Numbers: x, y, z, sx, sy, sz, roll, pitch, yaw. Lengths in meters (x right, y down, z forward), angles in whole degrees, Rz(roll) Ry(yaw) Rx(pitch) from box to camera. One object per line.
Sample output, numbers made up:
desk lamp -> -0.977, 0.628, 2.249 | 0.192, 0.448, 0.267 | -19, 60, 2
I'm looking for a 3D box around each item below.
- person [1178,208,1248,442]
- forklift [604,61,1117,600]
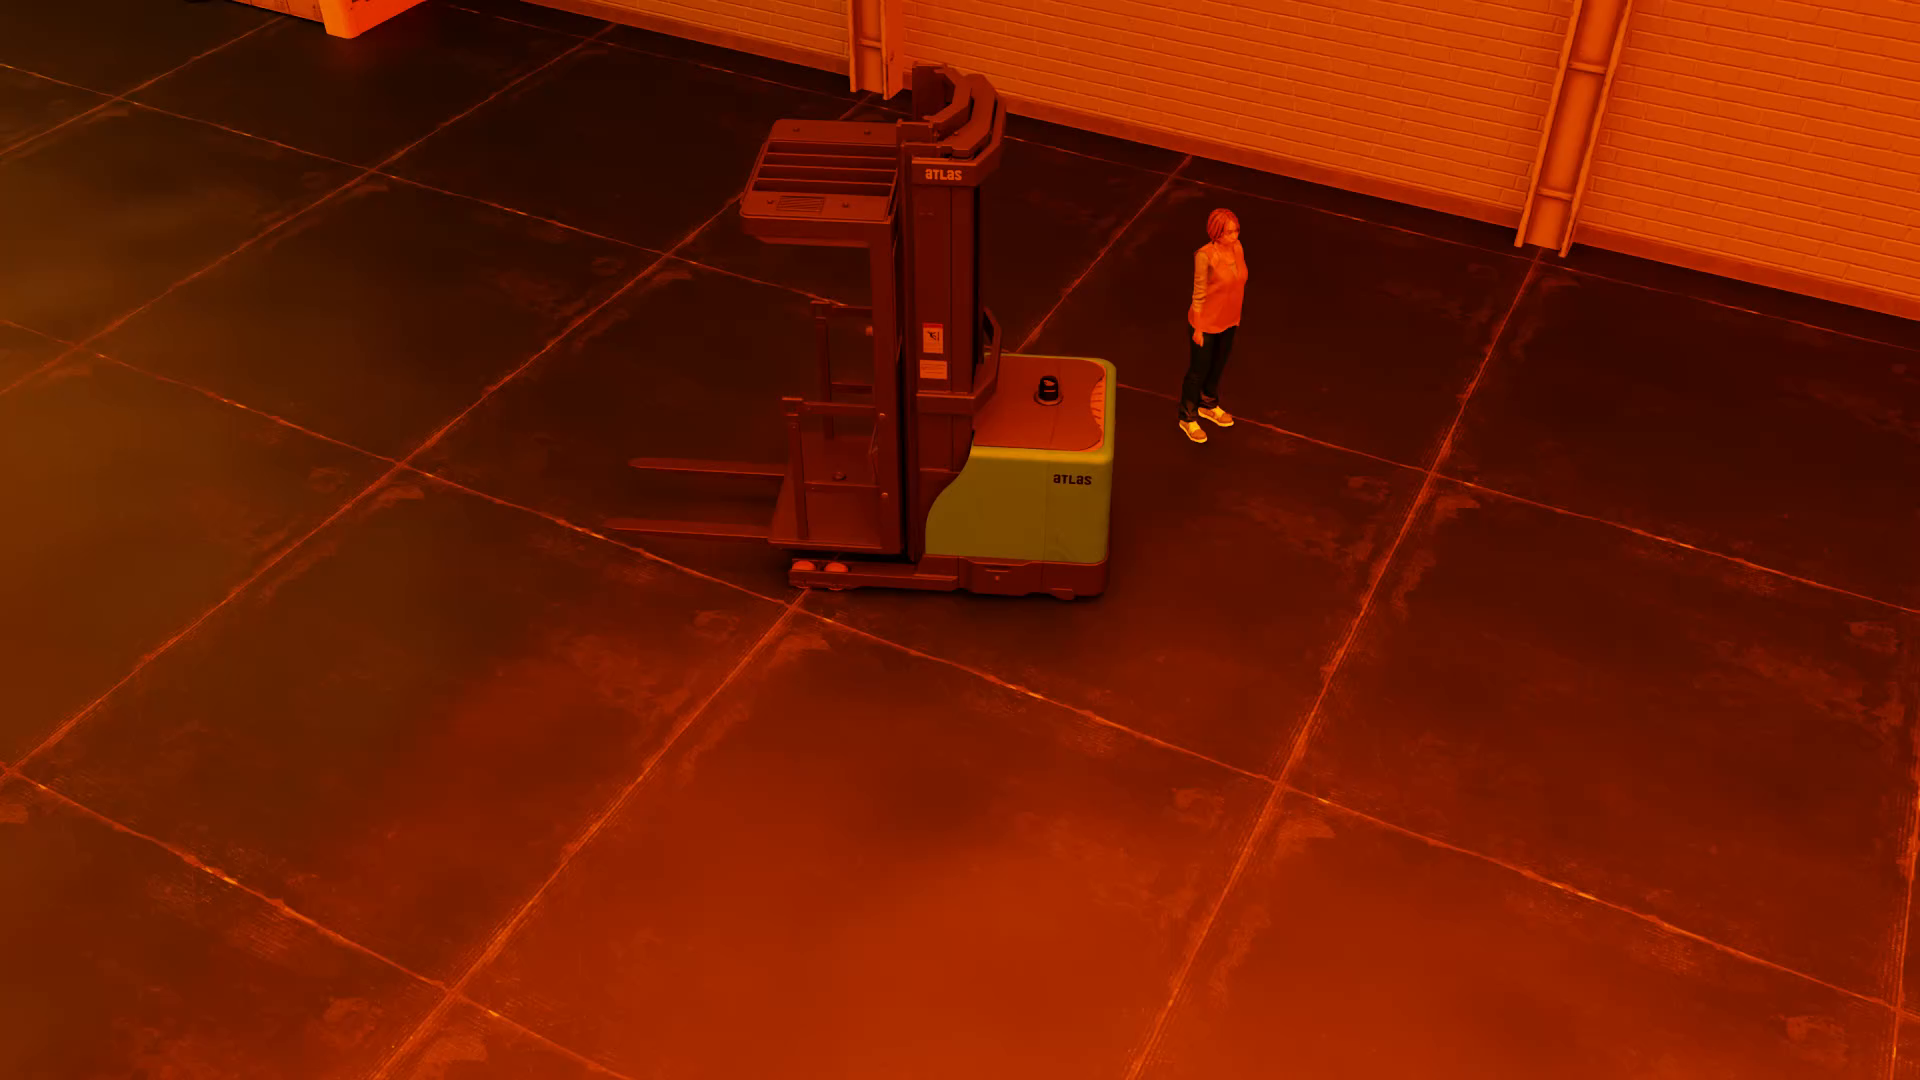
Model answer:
person -> 1.636, -1.393, 10.676 | 0.403, 1.601, 0.323 | -30, 49, -31
forklift -> -0.606, -1.157, 9.360 | 3.031, 2.935, 1.130 | 3, 40, 4
